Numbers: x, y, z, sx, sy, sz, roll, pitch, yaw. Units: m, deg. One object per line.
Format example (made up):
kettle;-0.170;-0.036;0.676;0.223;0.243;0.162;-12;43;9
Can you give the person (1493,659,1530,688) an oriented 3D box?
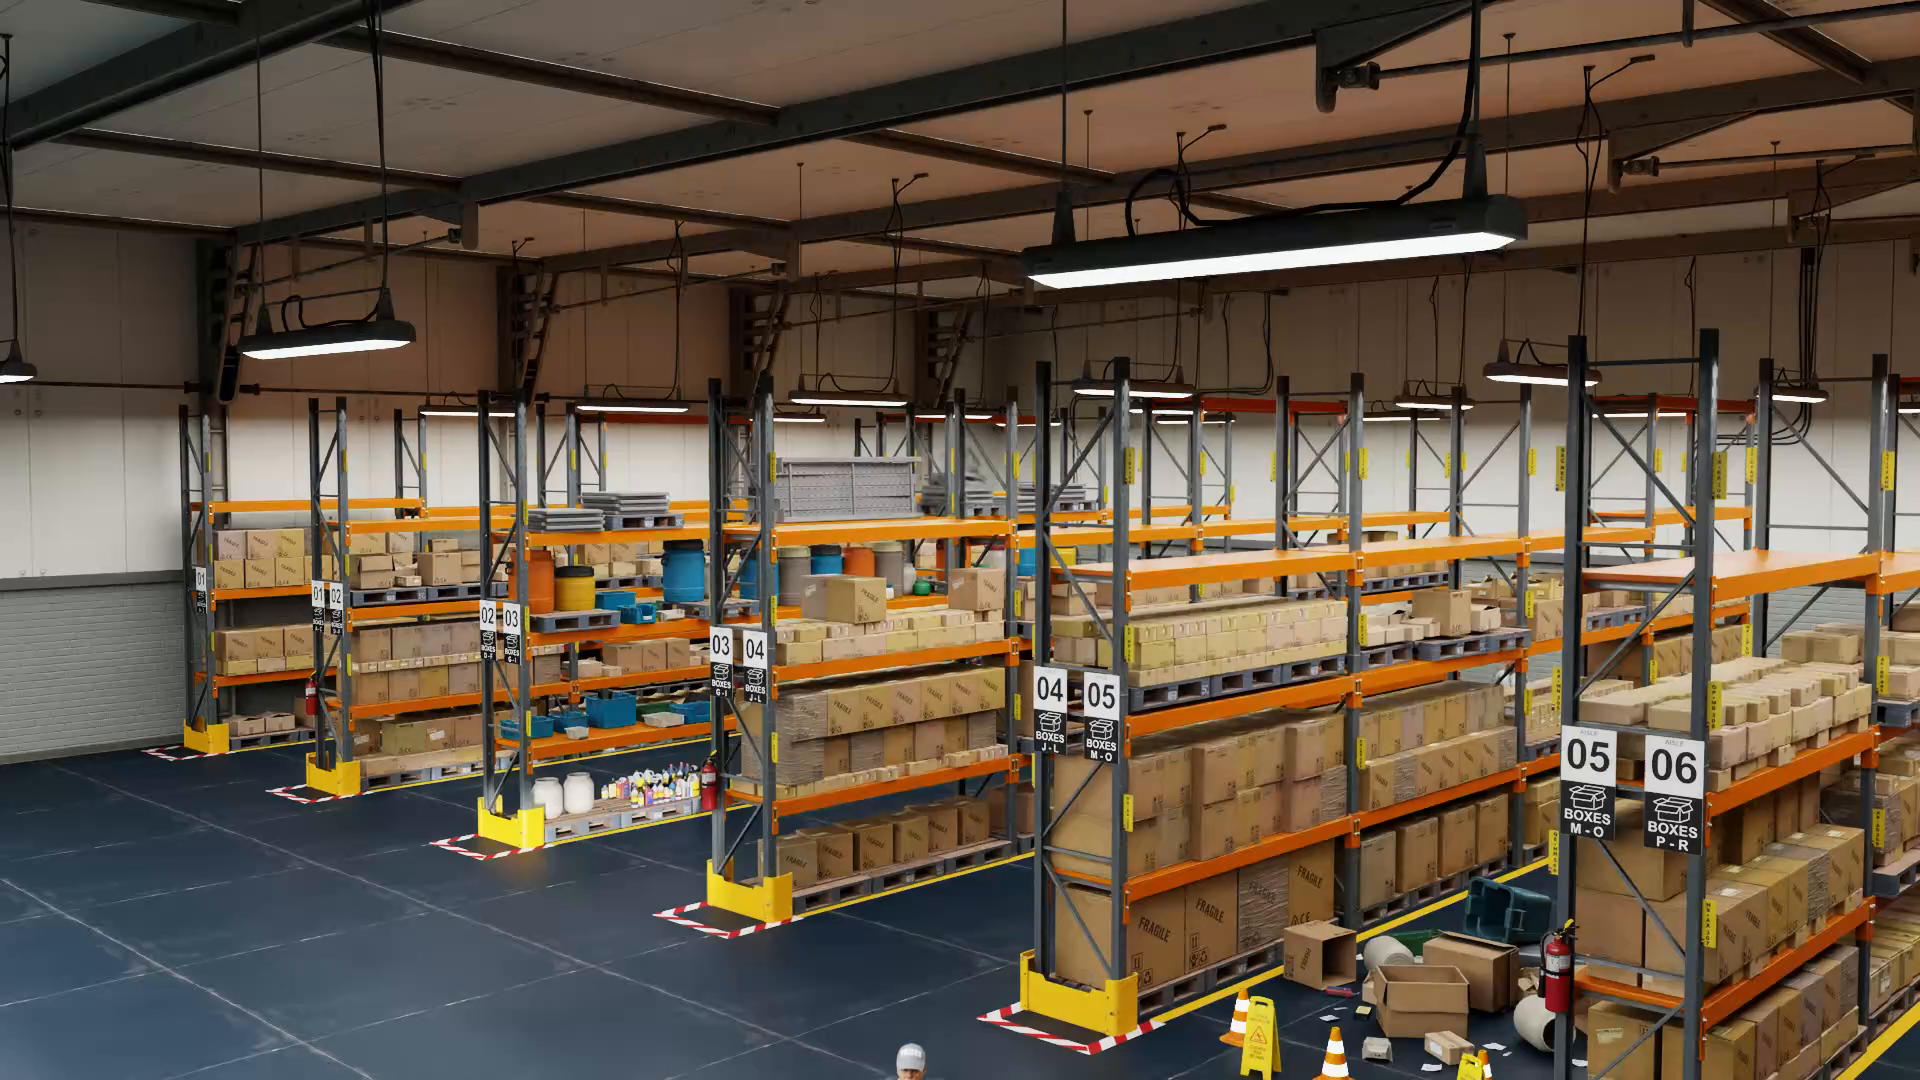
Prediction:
person;9.517;2.797;28.709;0.668;1.710;0.552;1;3;22

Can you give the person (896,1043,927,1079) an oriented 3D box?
person;-0.292;3.810;9.804;0.587;1.703;0.802;0;3;0
